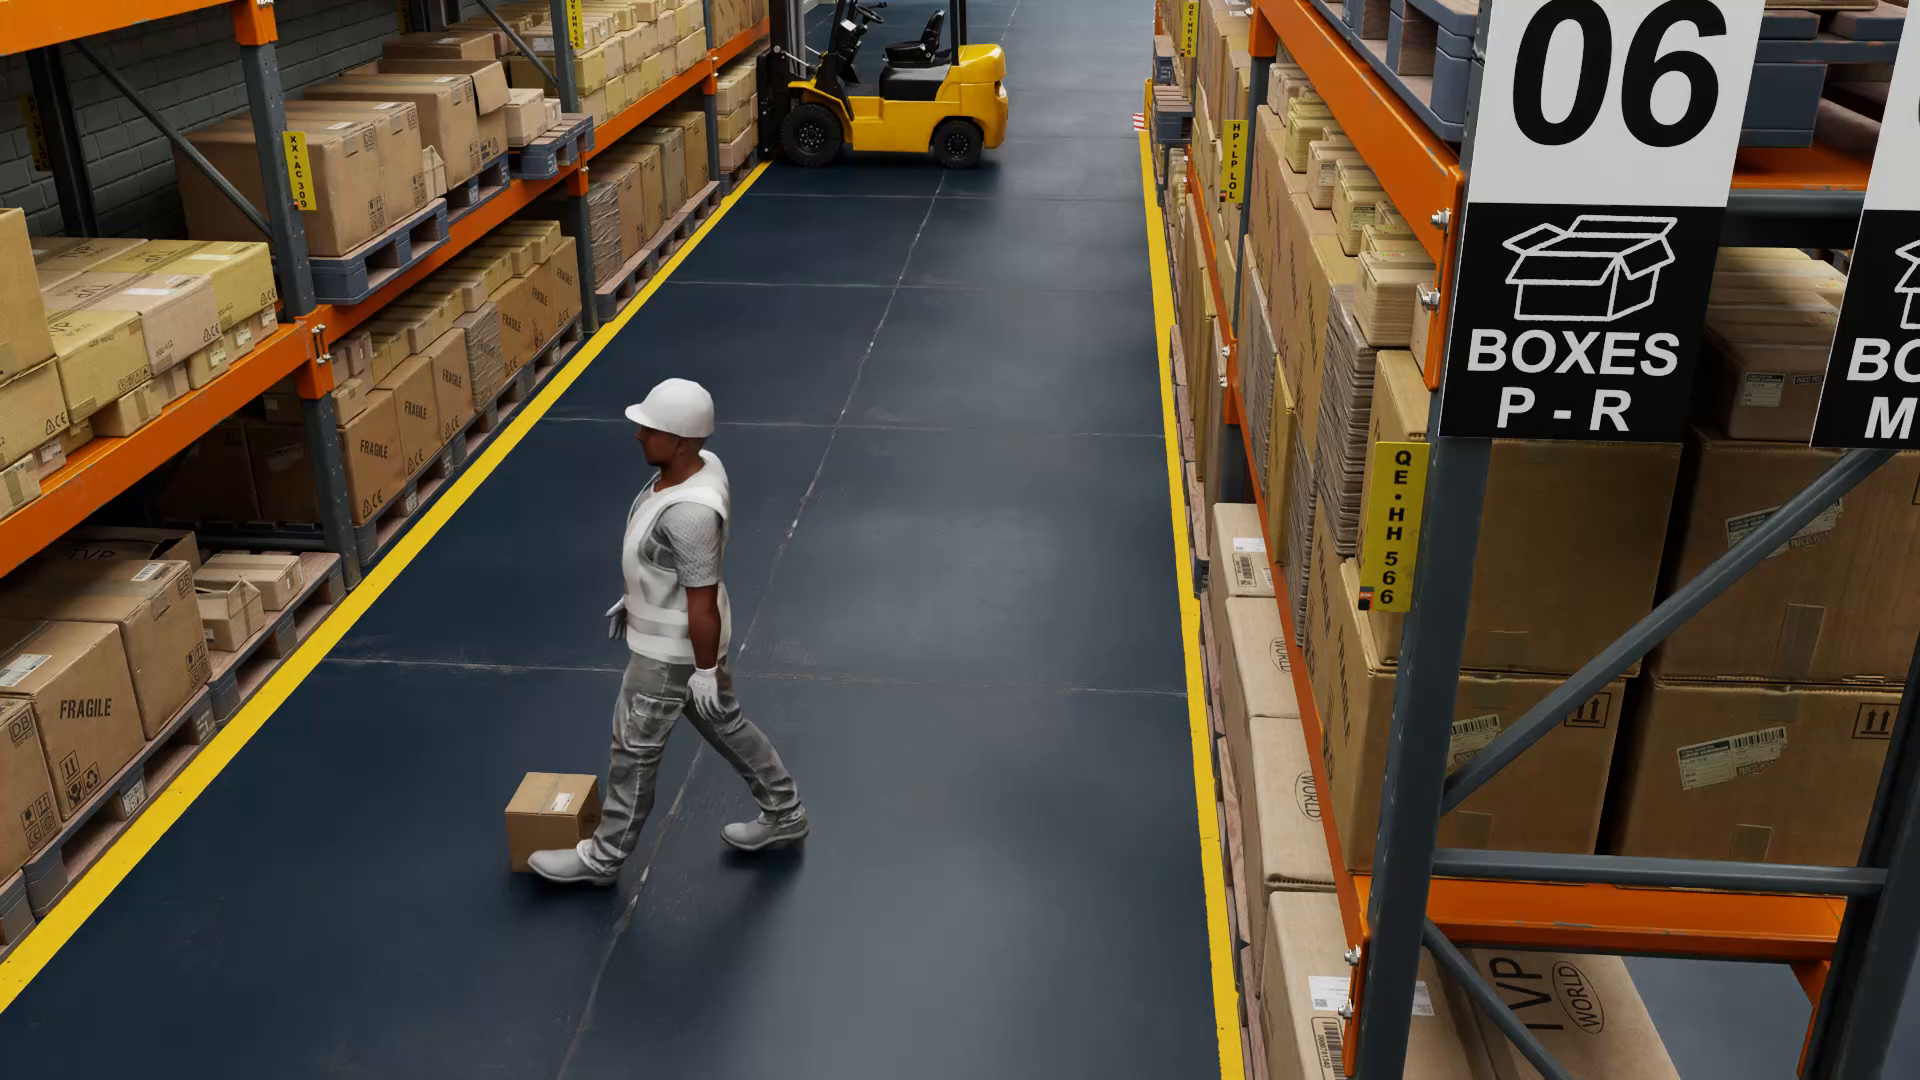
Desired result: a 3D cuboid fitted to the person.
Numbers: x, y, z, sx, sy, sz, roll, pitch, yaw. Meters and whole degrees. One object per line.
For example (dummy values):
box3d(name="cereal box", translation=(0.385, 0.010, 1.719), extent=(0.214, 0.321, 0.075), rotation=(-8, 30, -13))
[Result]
box3d(name="person", translation=(-0.992, 0.308, 5.412), extent=(0.934, 1.752, 0.561), rotation=(-1, 24, -2))
